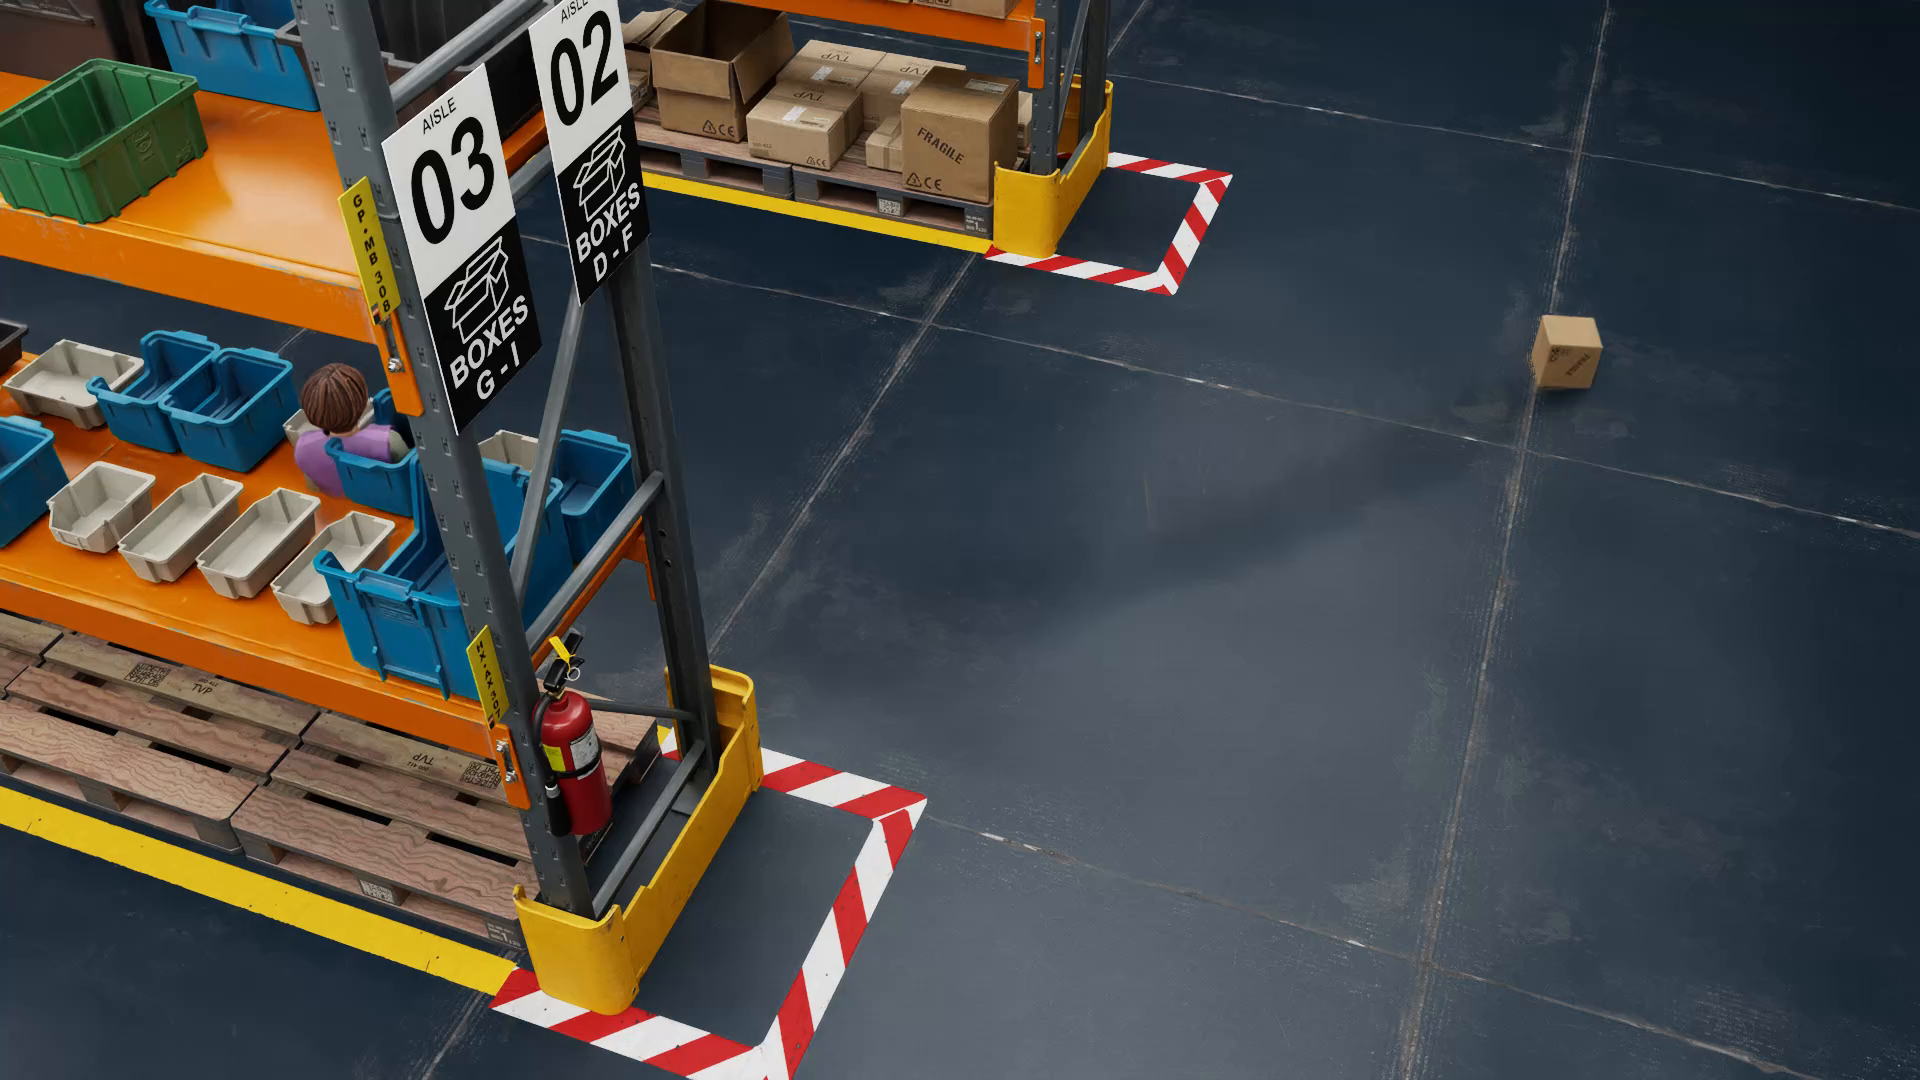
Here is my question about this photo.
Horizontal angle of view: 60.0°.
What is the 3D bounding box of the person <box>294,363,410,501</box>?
[{"bbox_3d":[-2.006,0.031,5.842,0.431,1.581,0.310,-3,42,-4],"label":"person"}]
